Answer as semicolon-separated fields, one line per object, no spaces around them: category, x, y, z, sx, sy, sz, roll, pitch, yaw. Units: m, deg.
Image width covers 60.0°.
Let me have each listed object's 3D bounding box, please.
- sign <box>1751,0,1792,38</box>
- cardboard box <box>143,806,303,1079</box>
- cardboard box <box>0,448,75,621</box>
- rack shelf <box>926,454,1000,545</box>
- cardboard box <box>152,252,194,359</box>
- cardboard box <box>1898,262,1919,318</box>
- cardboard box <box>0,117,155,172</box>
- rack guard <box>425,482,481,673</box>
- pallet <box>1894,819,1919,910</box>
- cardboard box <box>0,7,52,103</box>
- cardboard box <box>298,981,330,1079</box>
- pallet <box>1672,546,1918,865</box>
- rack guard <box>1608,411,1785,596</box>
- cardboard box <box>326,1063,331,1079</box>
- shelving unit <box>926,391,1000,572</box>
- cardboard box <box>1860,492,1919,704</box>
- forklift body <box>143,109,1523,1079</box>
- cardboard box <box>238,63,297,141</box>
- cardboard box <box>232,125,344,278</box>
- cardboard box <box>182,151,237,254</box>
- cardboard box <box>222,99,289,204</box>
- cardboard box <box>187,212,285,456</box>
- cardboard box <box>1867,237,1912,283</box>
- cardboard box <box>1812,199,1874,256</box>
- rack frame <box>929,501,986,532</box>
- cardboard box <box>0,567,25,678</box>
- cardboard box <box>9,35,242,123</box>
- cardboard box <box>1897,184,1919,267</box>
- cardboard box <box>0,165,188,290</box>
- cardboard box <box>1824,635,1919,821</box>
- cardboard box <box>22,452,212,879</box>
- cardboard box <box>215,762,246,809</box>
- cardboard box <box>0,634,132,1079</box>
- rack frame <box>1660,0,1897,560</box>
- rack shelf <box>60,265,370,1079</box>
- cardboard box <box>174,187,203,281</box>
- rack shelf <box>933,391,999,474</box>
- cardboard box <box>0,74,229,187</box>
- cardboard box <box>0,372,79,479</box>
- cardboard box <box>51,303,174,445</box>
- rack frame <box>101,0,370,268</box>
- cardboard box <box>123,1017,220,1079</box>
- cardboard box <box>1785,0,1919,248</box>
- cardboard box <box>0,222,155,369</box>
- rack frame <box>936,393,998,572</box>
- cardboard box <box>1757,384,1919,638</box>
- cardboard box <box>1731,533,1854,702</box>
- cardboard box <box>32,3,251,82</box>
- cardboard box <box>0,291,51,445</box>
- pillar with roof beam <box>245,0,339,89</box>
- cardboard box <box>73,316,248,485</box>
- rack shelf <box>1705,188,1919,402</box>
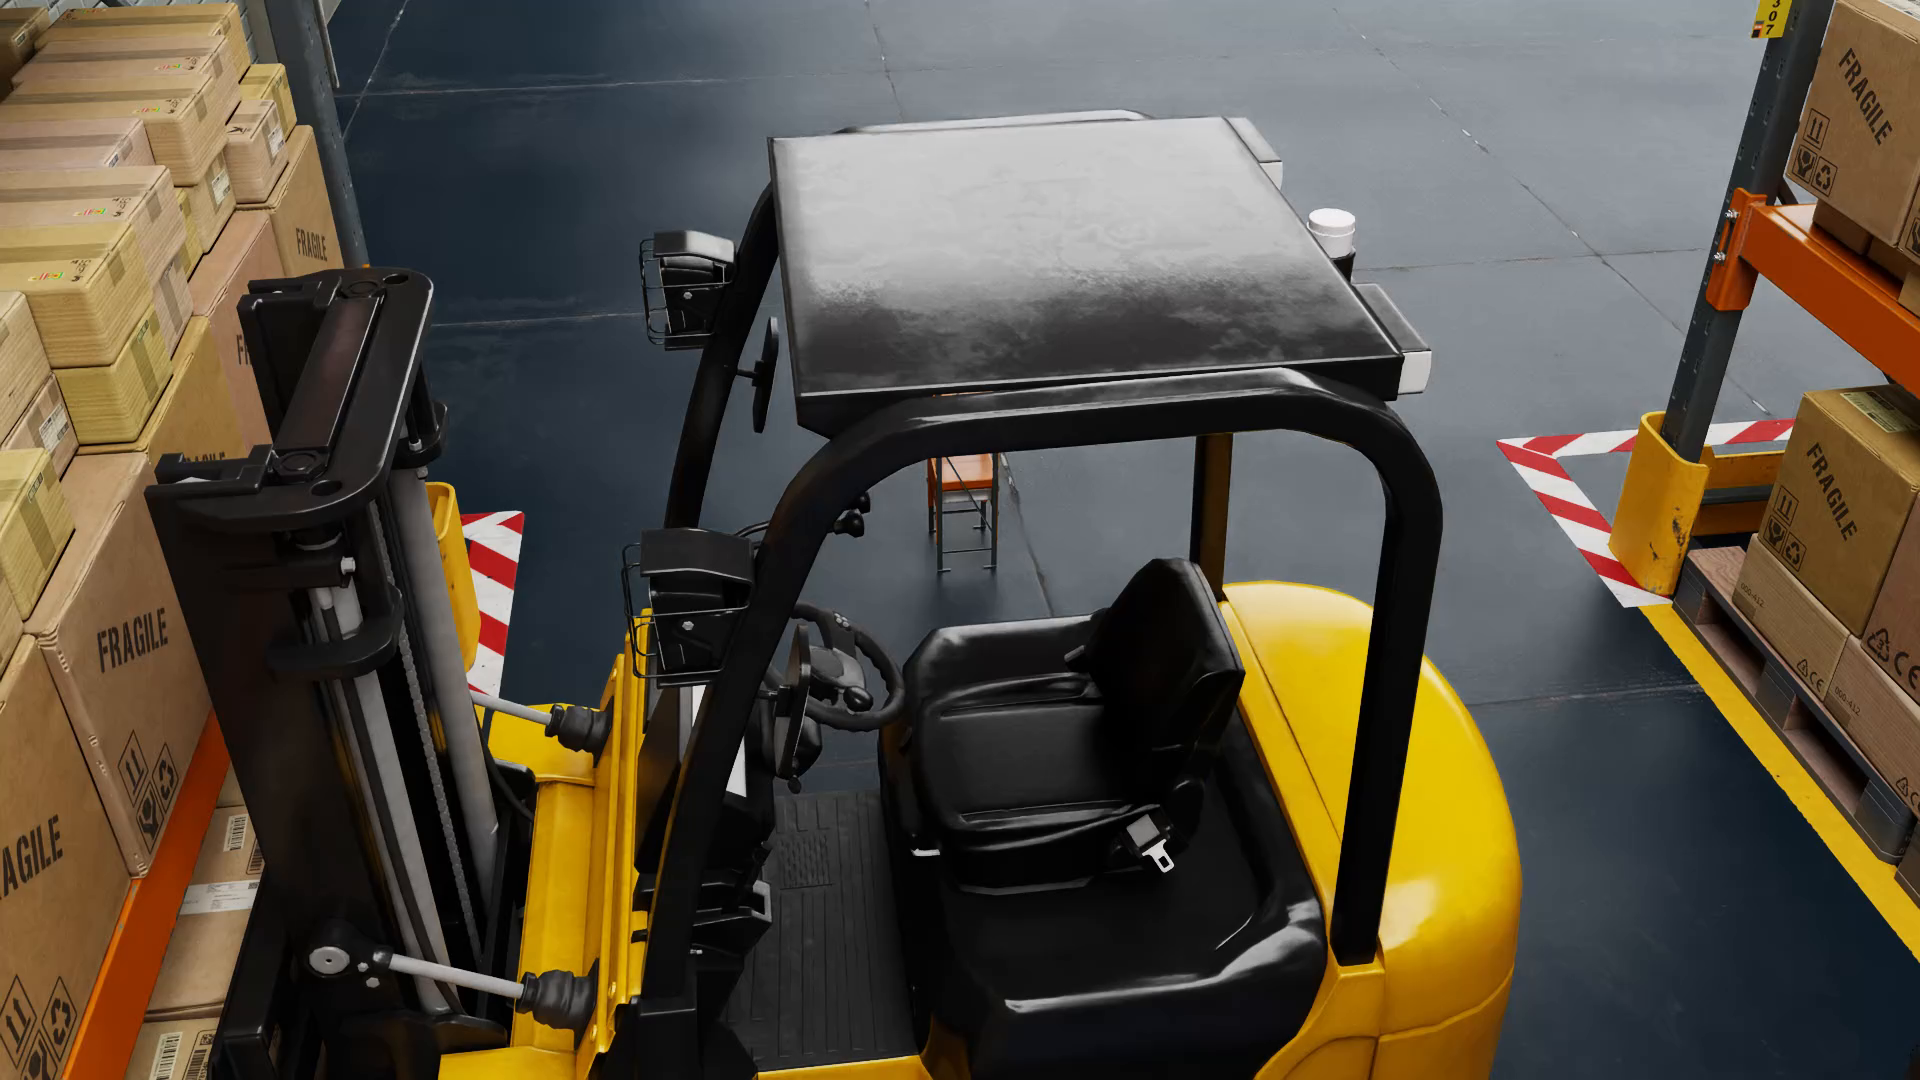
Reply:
sign;2.274;-1.551;4.593;0.100;0.325;0.005;-4;35;-6
cardboard box;-1.522;0.776;3.129;0.500;0.250;0.500;-5;35;-7
cardboard box;-1.539;0.005;2.415;0.380;0.149;0.250;-5;35;-7
rack shelf;0.007;-0.166;5.573;0.215;0.259;0.240;-4;35;-6
cardboard box;-1.639;-0.419;3.036;0.380;0.149;0.250;-5;35;-8
cardboard box;2.656;-0.631;4.235;0.380;0.149;0.250;-5;35;-8
cardboard box;-1.763;-0.681;3.156;0.380;0.149;0.250;-4;34;-6
rack guard;-2.109;0.164;5.066;1.175;0.500;0.348;-4;35;-6
pallet;3.057;1.096;3.954;1.003;0.211;1.213;-4;35;-6
cardboard box;-2.273;-1.085;3.749;0.380;0.149;0.250;-5;35;-7
cardboard box;-1.520;0.995;3.251;0.500;0.250;0.500;-4;35;-7
pallet;2.896;0.417;4.951;1.003;0.211;1.213;-4;35;-6
rack guard;2.822;-0.159;5.539;1.175;0.500;0.348;-4;35;-6
cardboard box;-1.522;1.191;3.407;0.500;0.250;0.500;-3;34;-5
shelving unit;0.007;-0.404;5.411;0.215;1.050;0.252;-4;35;-6
cardboard box;2.725;0.195;4.204;0.500;0.500;0.500;-6;35;-8
forklift body;-0.043;0.415;3.231;2.313;2.155;1.214;-4;35;-6
cardboard box;-1.782;-0.993;3.879;0.380;0.149;0.250;-4;34;-6
cardboard box;-1.780;-0.643;3.940;0.500;0.500;0.500;-5;35;-7
cardboard box;-1.744;-0.703;3.454;0.380;0.149;0.250;-4;34;-5
cardboard box;-1.718;-0.853;3.673;0.380;0.149;0.250;-4;34;-6
cardboard box;-1.719;-0.352;3.515;0.500;0.500;0.500;-3;34;-5
cardboard box;2.701;-0.785;4.461;0.380;0.149;0.250;-4;34;-6
cardboard box;2.653;-0.925;4.667;0.380;0.149;0.250;-4;35;-6
rack frame;-0.009;-0.472;5.510;0.200;1.050;0.008;-4;35;-6
cardboard box;-1.494;0.153;2.198;0.380;0.149;0.250;-5;35;-8
cardboard box;-1.785;-0.969;3.579;0.380;0.149;0.250;-4;35;-6
cardboard box;2.674;-0.824;3.943;0.500;0.500;0.500;-3;34;-5
cardboard box;-1.618;-0.544;2.955;0.380;0.149;0.250;-4;34;-5
cardboard box;2.708;0.485;4.443;0.500;0.250;0.500;-3;34;-5
cardboard box;-1.571;0.213;2.685;0.500;0.500;0.500;-4;34;-6
cardboard box;-1.583;0.492;3.545;0.500;0.250;0.500;-4;34;-6
cardboard box;-1.525;0.496;2.270;0.500;0.500;0.500;-5;35;-7
rack frame;2.812;-1.234;4.897;1.000;3.000;0.127;-4;35;-6
rack shelf;-1.837;0.557;2.907;1.077;0.370;4.000;-4;35;-6
cardboard box;-1.722;-0.564;3.249;0.380;0.149;0.250;-5;35;-7
rack shelf;0.007;-0.395;5.416;0.215;0.259;0.240;-4;35;-6
cardboard box;-1.723;-0.825;3.368;0.380;0.149;0.250;-4;34;-5
cardboard box;-1.641;-0.133;2.617;0.380;0.149;0.250;-5;35;-7
cardboard box;-1.585;-0.279;2.831;0.380;0.149;0.250;-4;34;-6
rack frame;-2.106;-0.856;4.342;1.000;3.000;0.127;-4;35;-6
cardboard box;-1.459;1.069;2.698;0.500;0.250;0.500;-3;34;-5
cardboard box;2.601;-1.113;4.366;0.500;0.500;0.500;-5;35;-7
cardboard box;-1.578;-0.400;2.744;0.380;0.149;0.250;-4;34;-5
rack frame;0.024;-0.336;5.311;0.200;1.050;0.008;-4;35;-6
cardboard box;2.650;-0.097;4.631;0.500;0.500;0.500;-5;35;-8
cardboard box;2.646;0.200;4.862;0.500;0.250;0.500;-5;35;-7
cardboard box;-1.849;-1.104;3.778;0.380;0.149;0.250;-4;35;-6
cardboard box;-1.637;-0.249;2.523;0.380;0.149;0.250;-4;34;-6
pillar with roof beam;0.553;-6.552;7.374;9.100;9.000;0.400;-4;35;-6
cardboard box;-1.650;-0.066;3.095;0.500;0.500;0.500;-5;35;-7
rack shelf;3.081;0.179;3.462;1.077;0.370;4.000;-4;35;-6
